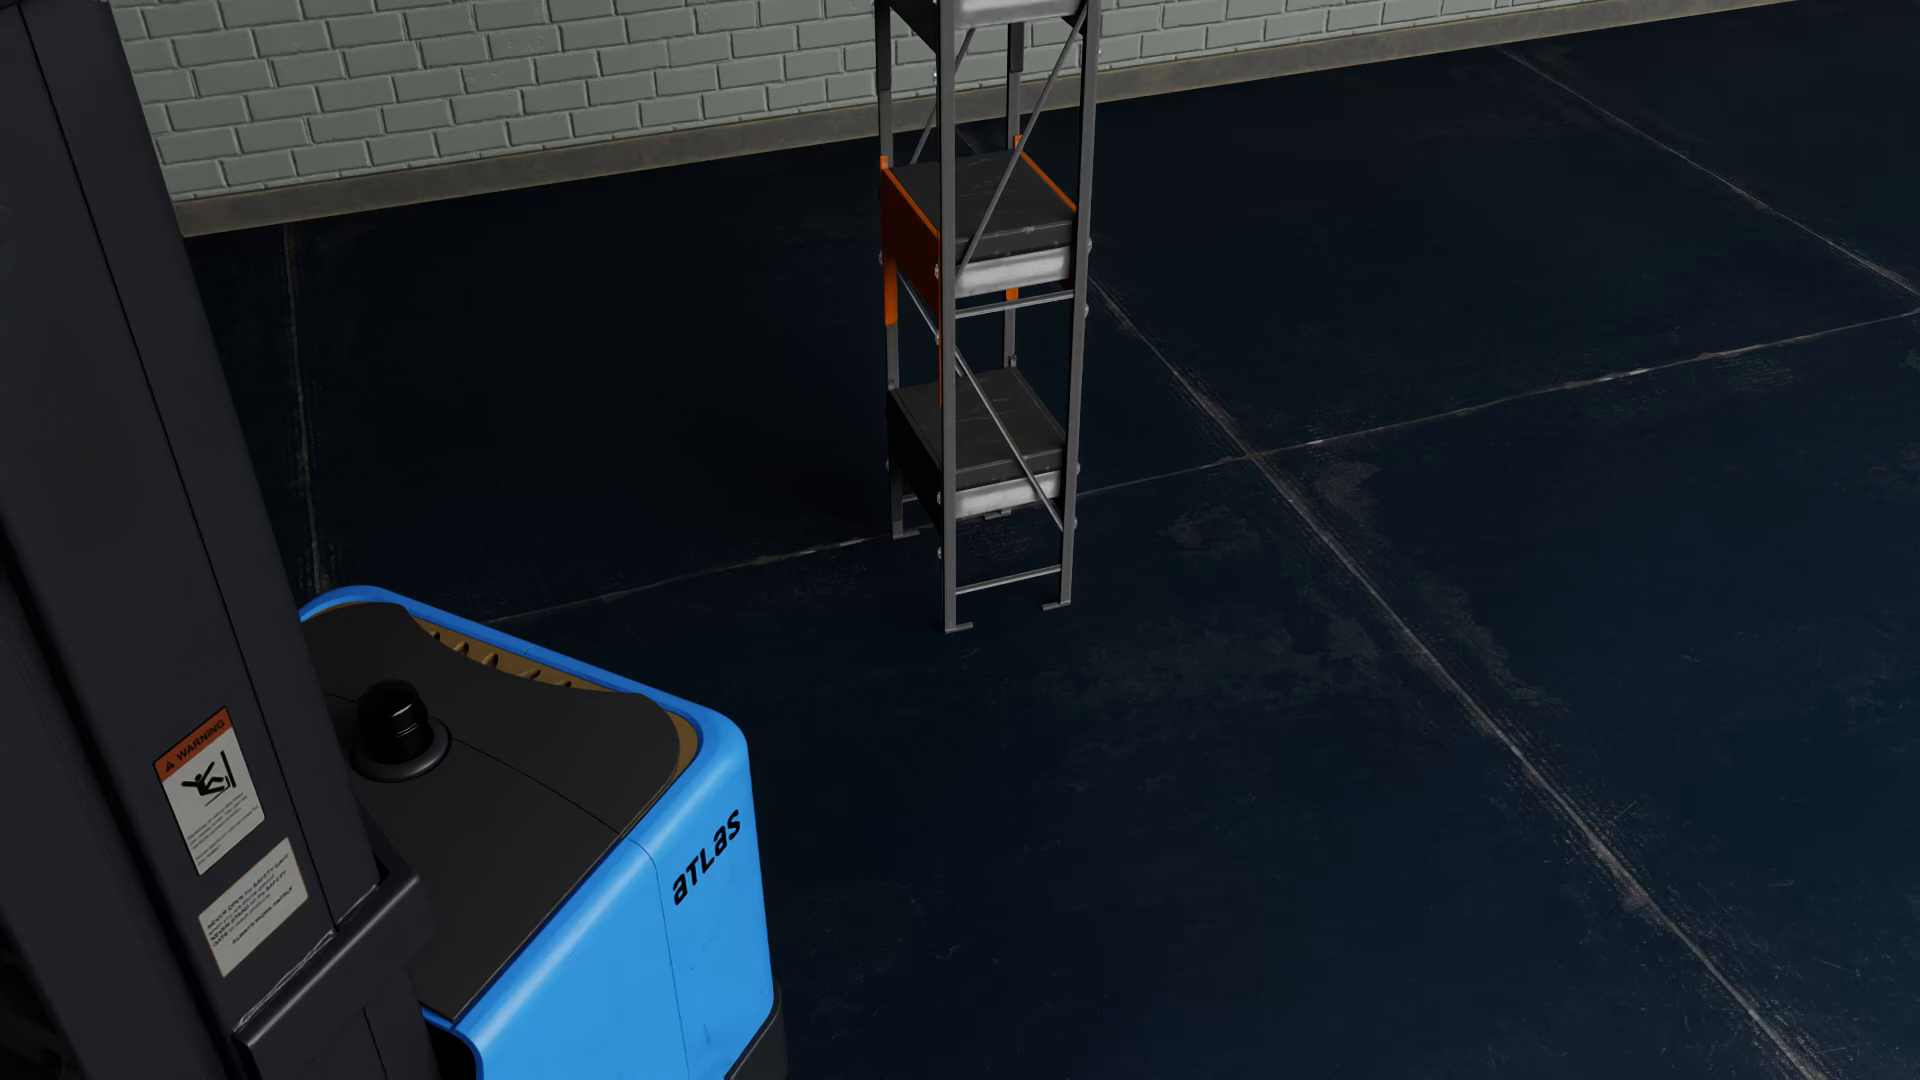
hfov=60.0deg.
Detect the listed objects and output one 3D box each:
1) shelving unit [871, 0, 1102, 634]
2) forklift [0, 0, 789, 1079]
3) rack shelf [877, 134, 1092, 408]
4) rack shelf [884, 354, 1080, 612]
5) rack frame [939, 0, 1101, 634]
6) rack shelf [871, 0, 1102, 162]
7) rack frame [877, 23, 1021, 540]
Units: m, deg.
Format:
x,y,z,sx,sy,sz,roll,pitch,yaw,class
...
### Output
x,y,z,sx,sy,sz,roll,pitch,yaw,class
0.057,-0.745,4.494,0.431,2.100,0.503,-12,39,-16,shelving unit
-1.488,0.678,1.914,1.130,2.935,3.031,17,40,21,forklift
0.057,-0.734,4.502,0.431,0.518,0.480,-12,39,-16,rack shelf
0.057,-0.175,4.924,0.431,0.518,0.480,-12,39,-16,rack shelf
0.141,-0.607,4.311,0.400,2.100,0.015,-12,39,-16,rack frame
0.057,-1.293,4.081,0.431,0.518,0.480,-12,39,-16,rack shelf
-0.027,-0.883,4.677,0.400,2.100,0.015,-12,39,-16,rack frame
